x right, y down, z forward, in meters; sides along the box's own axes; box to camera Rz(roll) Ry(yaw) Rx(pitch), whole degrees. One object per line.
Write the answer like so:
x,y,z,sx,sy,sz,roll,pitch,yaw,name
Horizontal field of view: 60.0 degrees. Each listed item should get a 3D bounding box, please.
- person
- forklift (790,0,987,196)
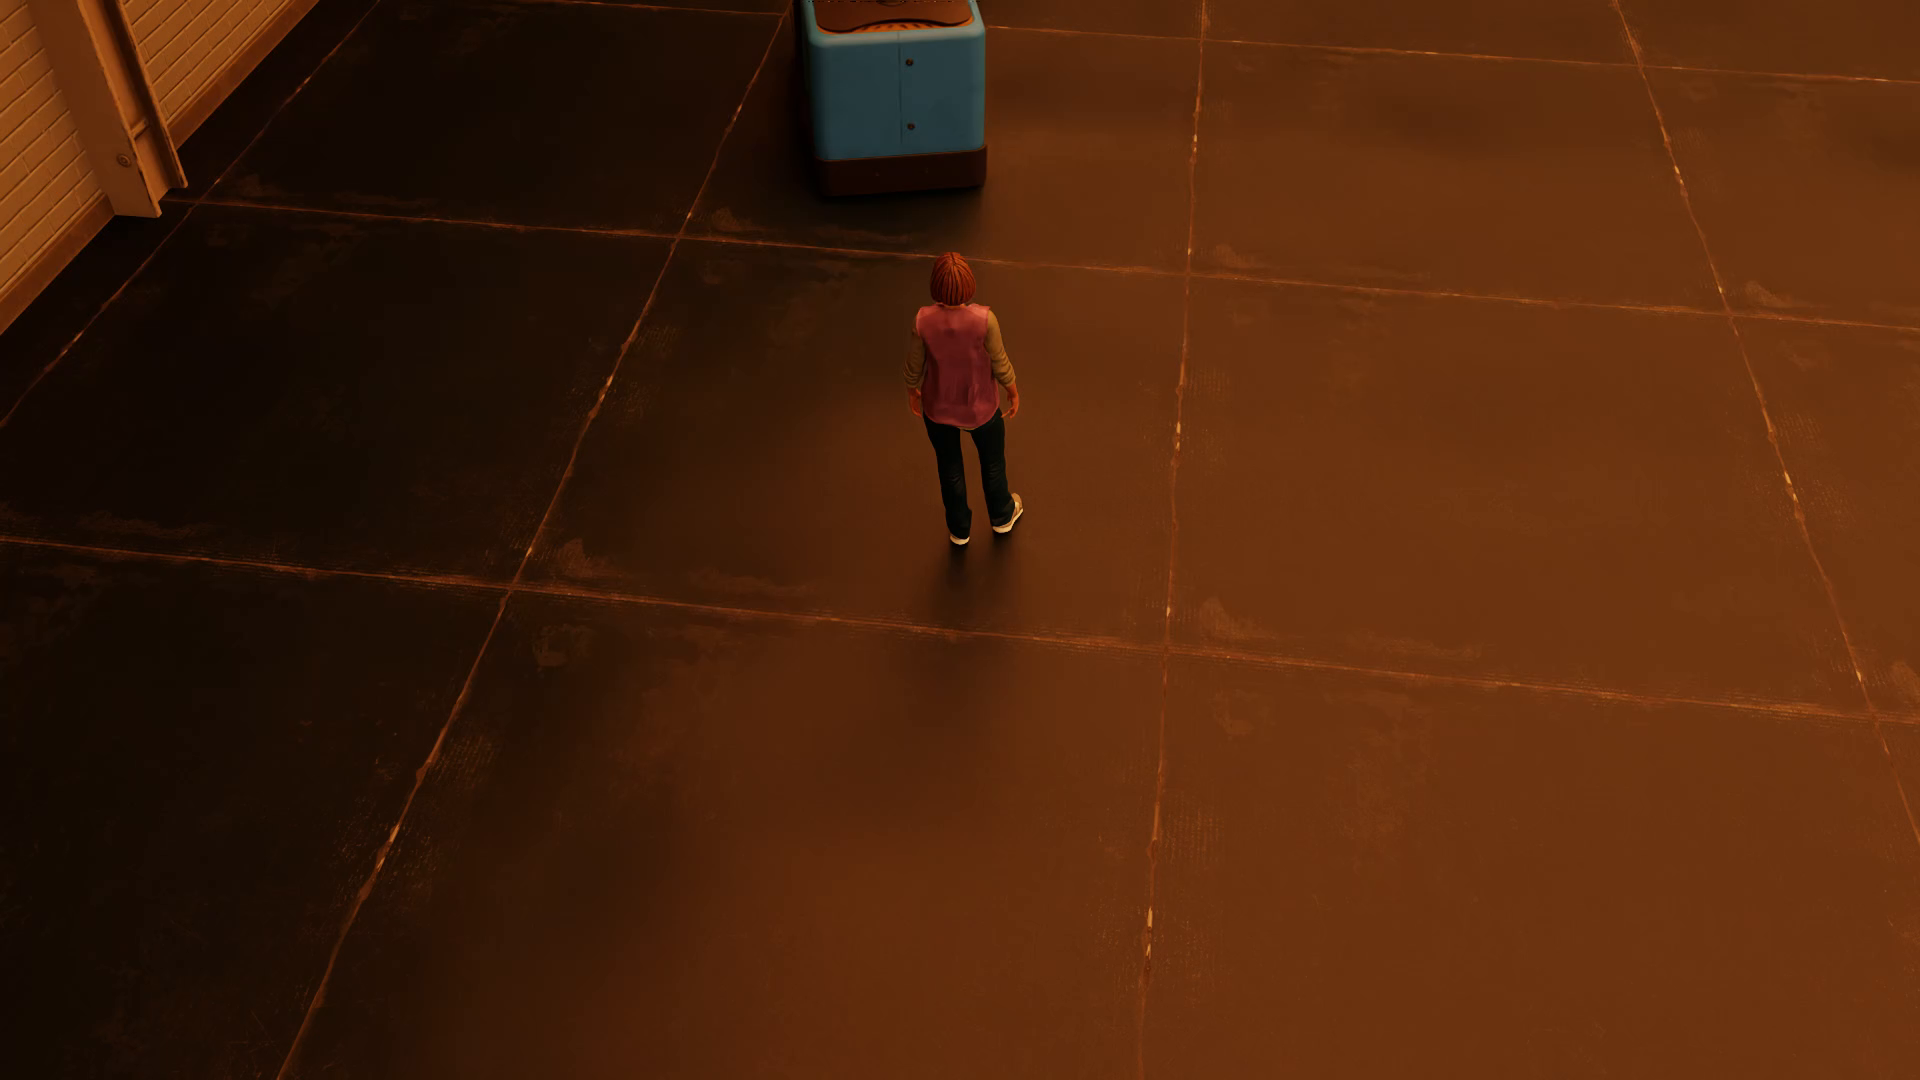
0.024,-0.642,7.398,0.520,1.597,0.476,5,43,6,person
-0.553,-4.155,10.247,1.130,2.935,3.031,-5,43,-6,forklift
